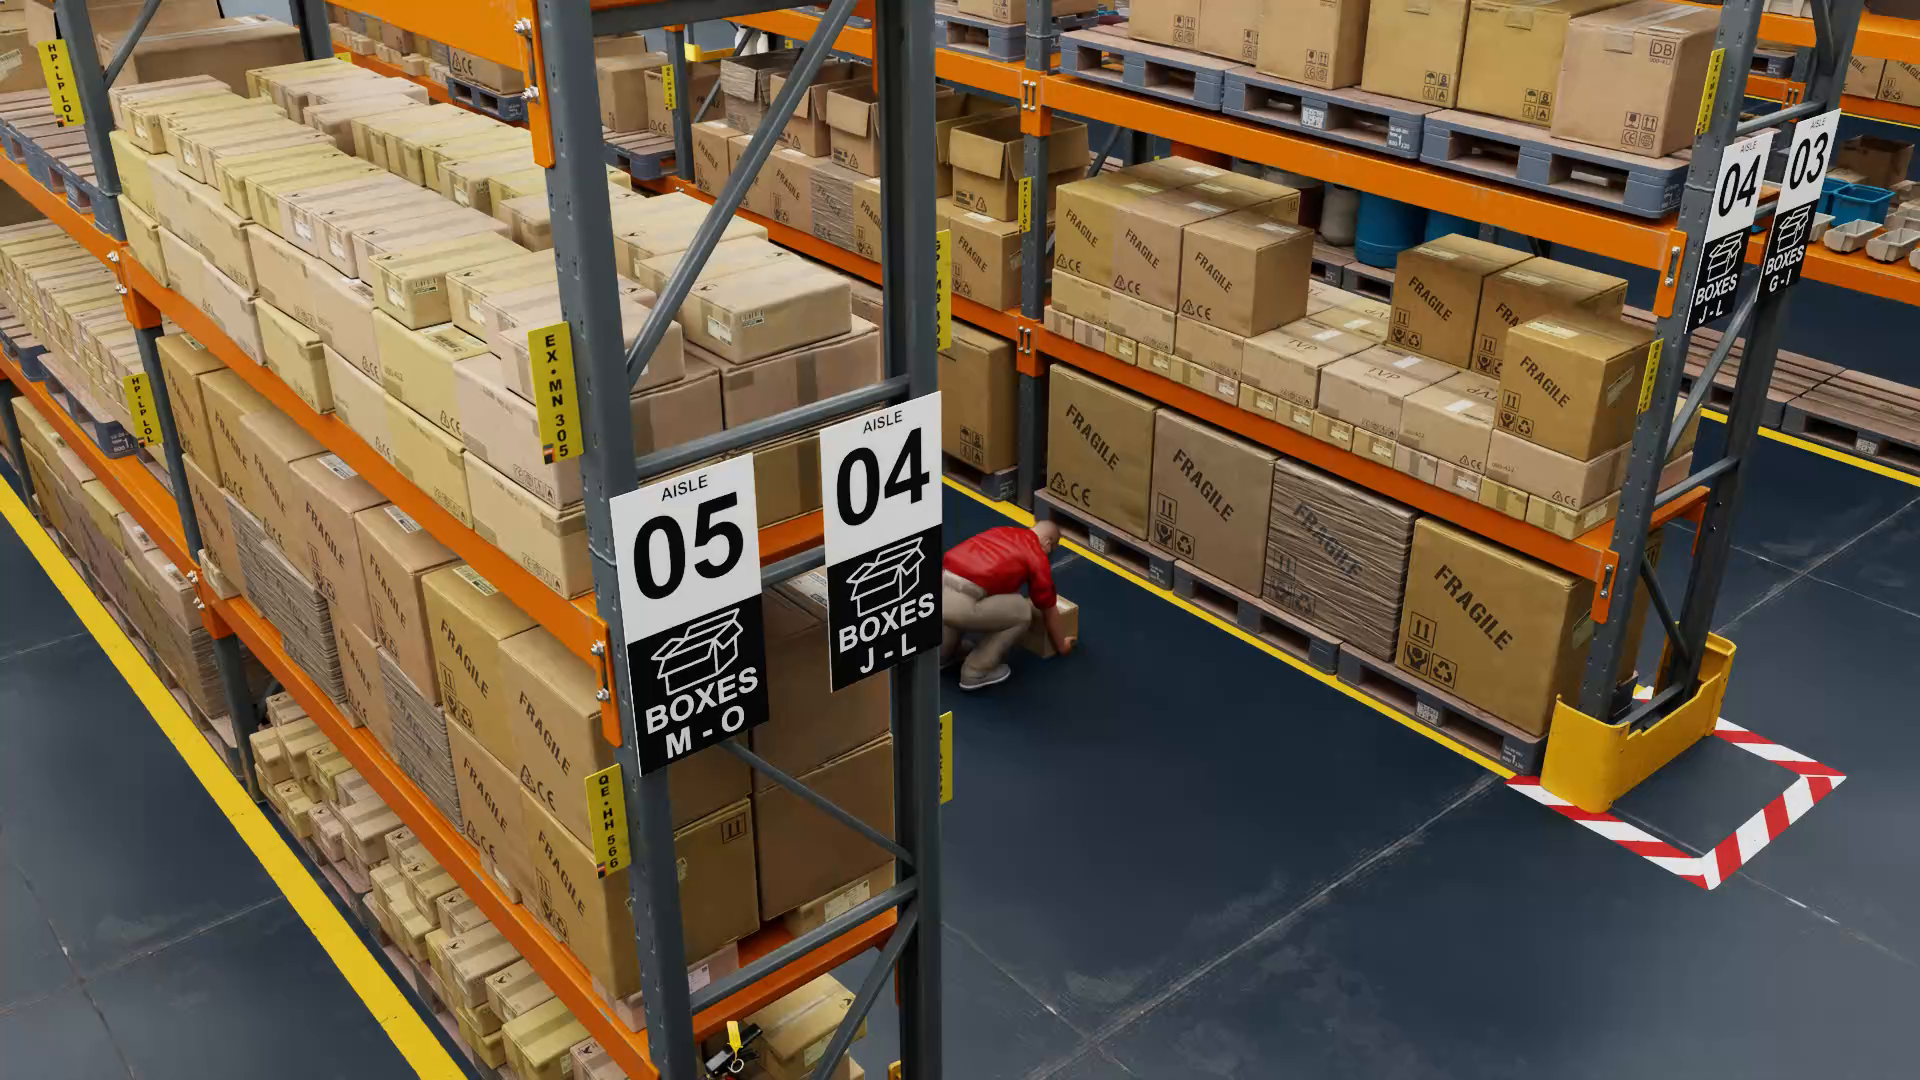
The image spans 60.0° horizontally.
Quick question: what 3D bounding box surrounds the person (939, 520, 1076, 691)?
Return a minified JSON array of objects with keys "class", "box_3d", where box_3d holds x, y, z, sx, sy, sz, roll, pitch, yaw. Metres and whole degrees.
[{"class":"person","box_3d":[0.207,0.329,9.066,0.884,0.790,0.503,-23,36,-36]}]
